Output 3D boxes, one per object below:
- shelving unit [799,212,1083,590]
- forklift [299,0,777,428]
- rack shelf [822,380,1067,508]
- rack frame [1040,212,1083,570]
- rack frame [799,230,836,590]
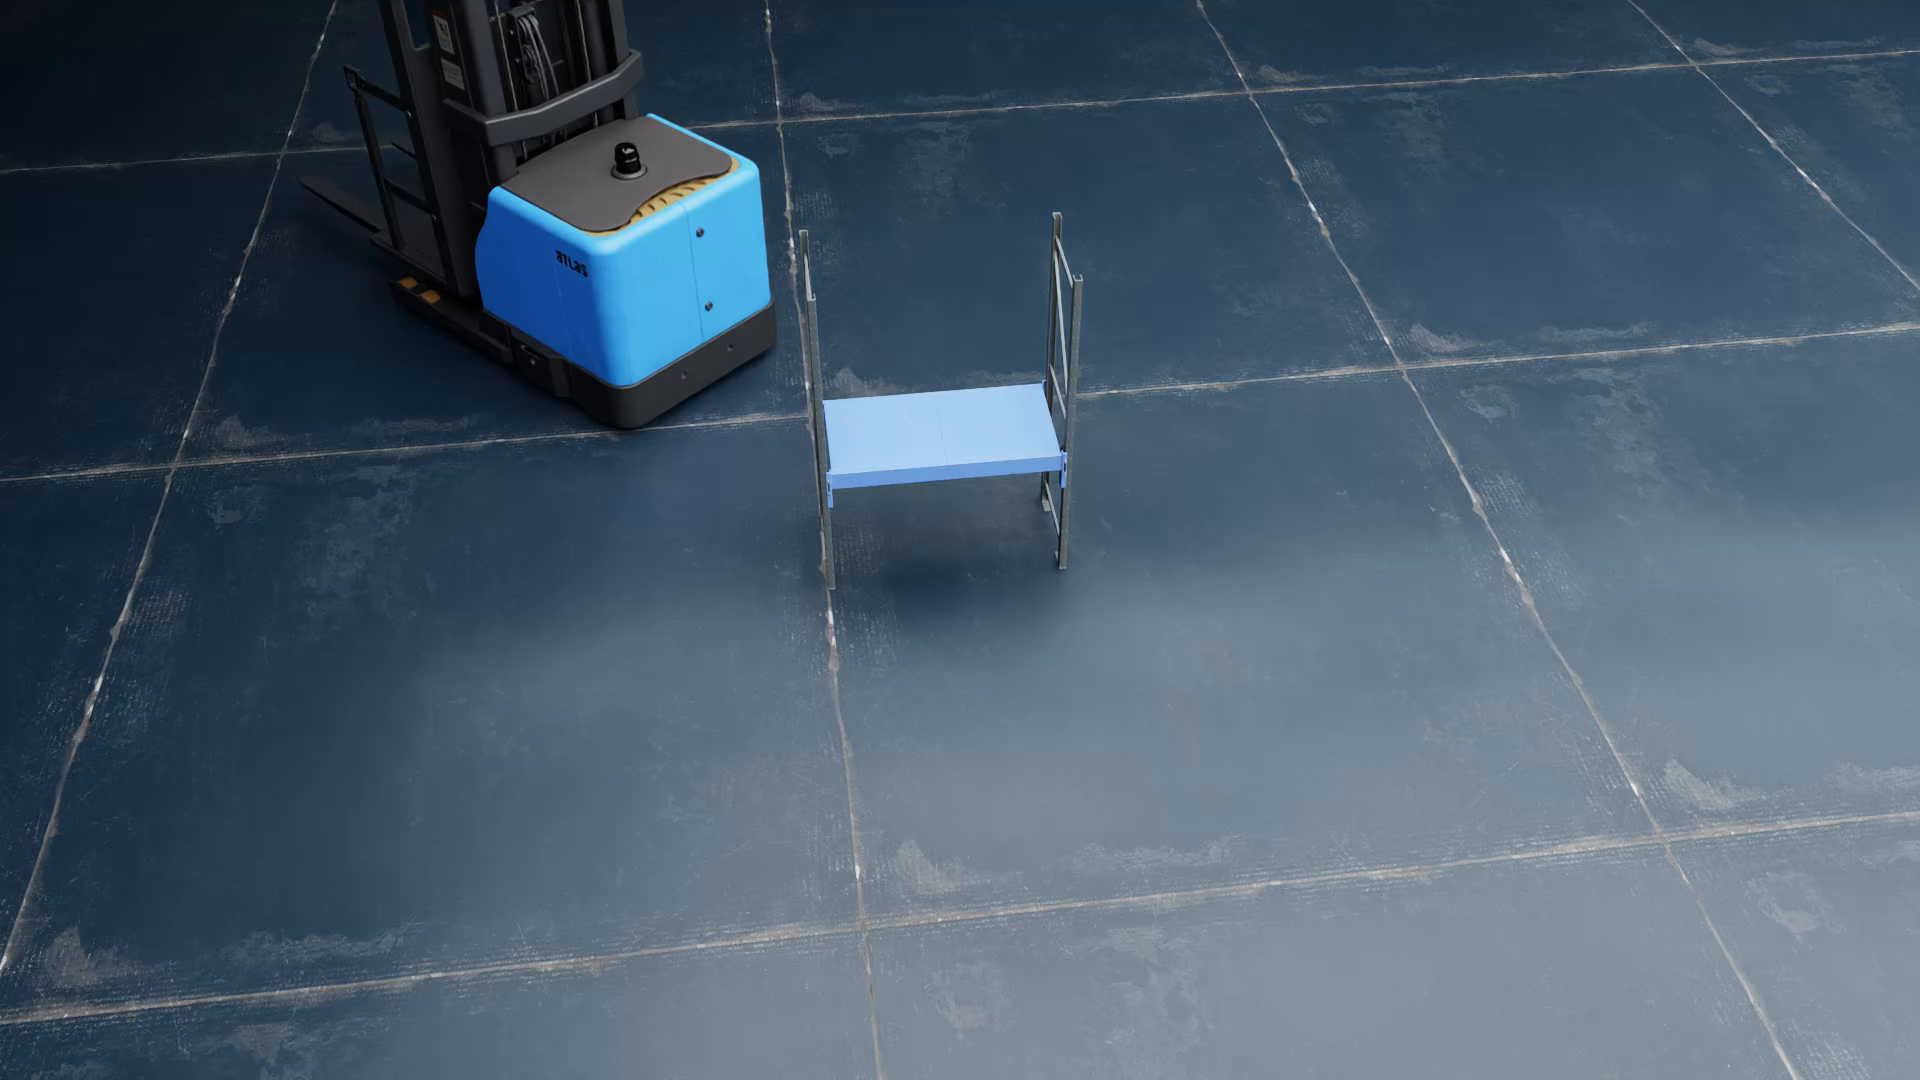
[{"bbox_3d":[-0.085,-0.550,6.955,1.048,1.500,0.538,-5,42,-6],"label":"shelving unit"},{"bbox_3d":[-2.378,-2.469,8.014,3.031,2.935,1.130,30,50,29],"label":"forklift"},{"bbox_3d":[-0.085,-0.416,7.075,1.000,0.185,0.538,-5,42,-6],"label":"rack shelf"},{"bbox_3d":[0.419,-0.594,7.004,0.032,1.500,0.500,-5,42,-6],"label":"rack frame"},{"bbox_3d":[-0.589,-0.505,6.906,0.032,1.500,0.500,-5,42,-6],"label":"rack frame"}]
